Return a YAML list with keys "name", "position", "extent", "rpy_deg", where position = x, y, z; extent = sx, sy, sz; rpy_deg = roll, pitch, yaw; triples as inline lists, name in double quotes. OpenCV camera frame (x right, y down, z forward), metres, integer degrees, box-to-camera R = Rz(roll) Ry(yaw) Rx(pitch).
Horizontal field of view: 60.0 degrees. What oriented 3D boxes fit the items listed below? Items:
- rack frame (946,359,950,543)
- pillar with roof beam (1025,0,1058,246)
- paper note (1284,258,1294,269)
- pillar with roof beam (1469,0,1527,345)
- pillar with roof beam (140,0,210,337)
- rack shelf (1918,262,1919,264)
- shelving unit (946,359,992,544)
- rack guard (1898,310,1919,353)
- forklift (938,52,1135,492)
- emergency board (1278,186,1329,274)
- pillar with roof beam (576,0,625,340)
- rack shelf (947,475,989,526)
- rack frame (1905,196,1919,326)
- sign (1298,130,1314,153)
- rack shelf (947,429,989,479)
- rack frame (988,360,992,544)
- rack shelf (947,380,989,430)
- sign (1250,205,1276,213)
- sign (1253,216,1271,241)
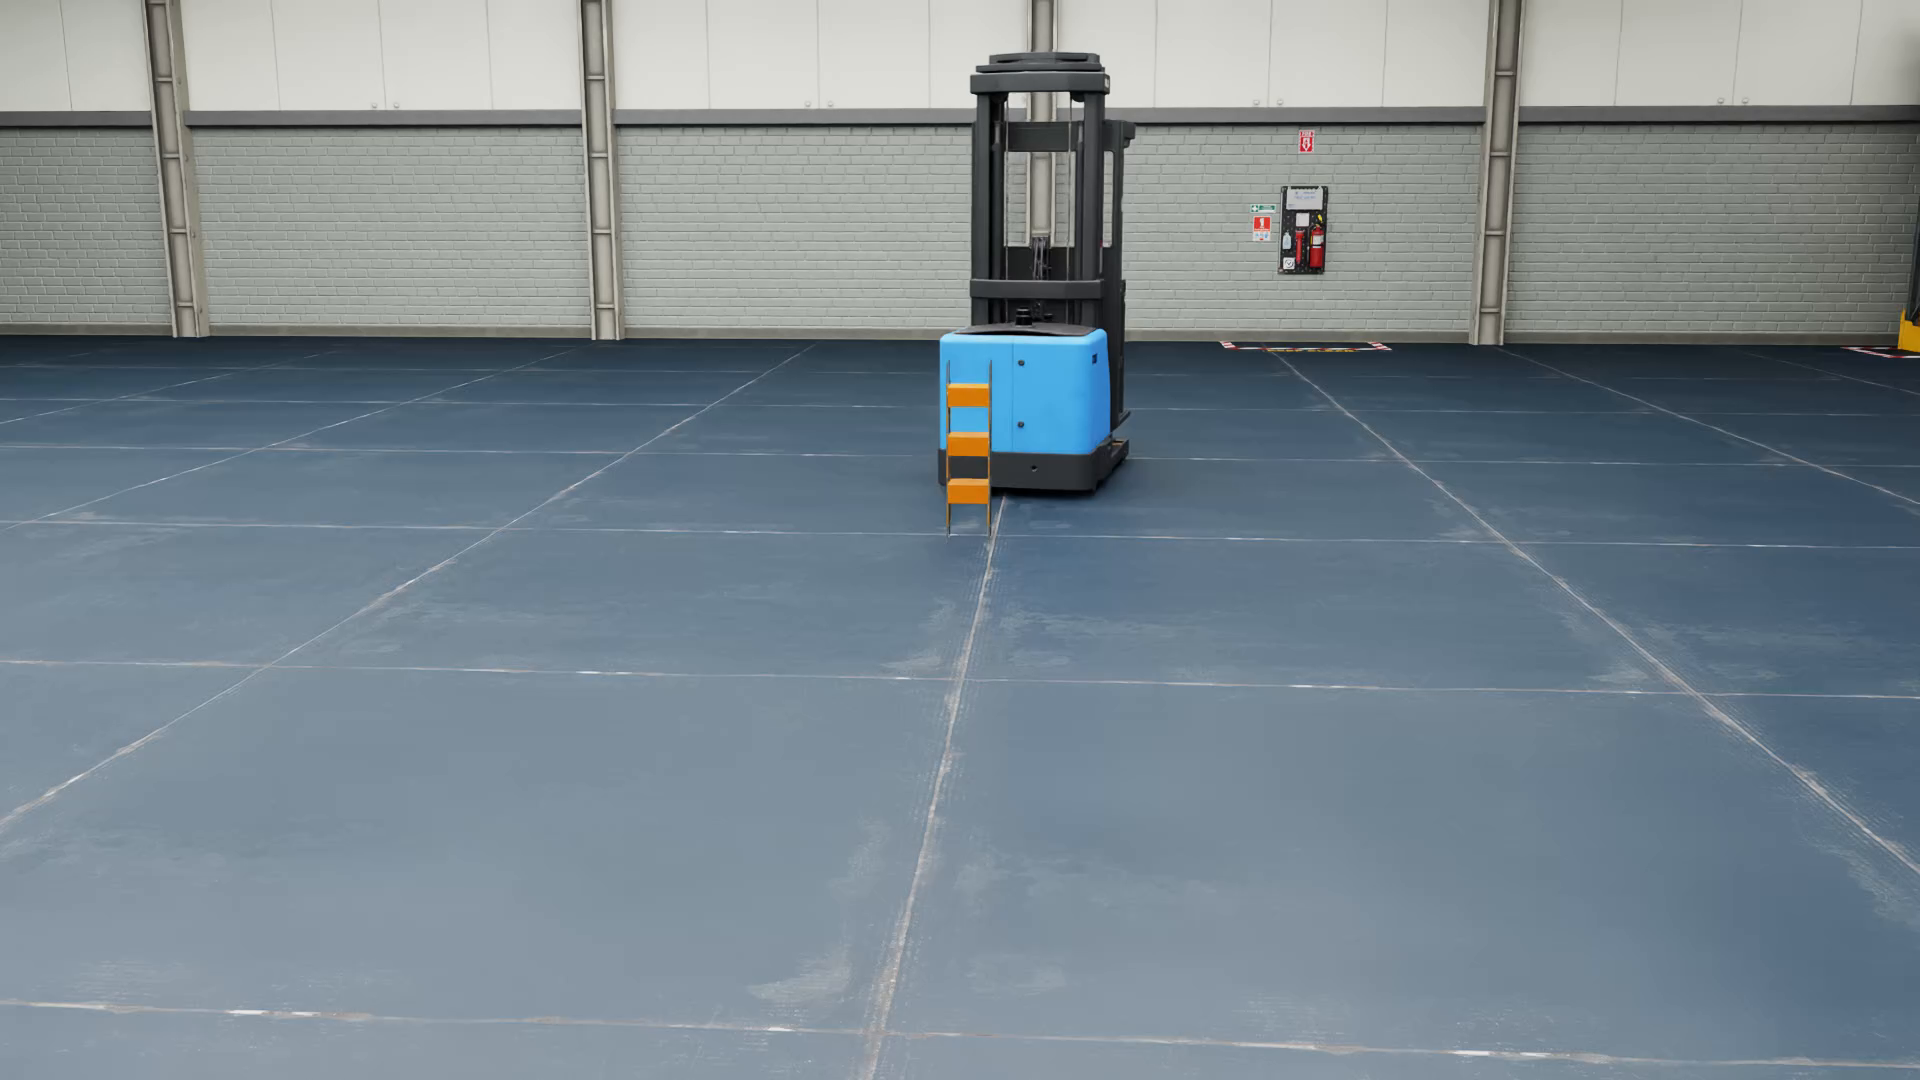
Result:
- name: "rack frame"
  position: [-0.068, -0.515, 9.665]
  extent: [0.008, 1.050, 0.200]
  rpy_deg: [1, 12, 4]
- name: "pillar with roof beam"
  position: [0.803, -6.247, 17.653]
  extent: [0.400, 9.000, 9.100]
  rpy_deg: [1, 12, 4]
- name: "paper note"
  position: [4.442, -3.735, 22.447]
  extent: [0.142, 0.148, 0.016]
  rpy_deg: [1, 12, 4]
- name: "pillar with roof beam"
  position: [6.789, -6.165, 17.260]
  extent: [0.400, 9.000, 9.100]
  rpy_deg: [1, 12, 4]
- name: "pillar with roof beam"
  position: [-11.170, -6.411, 18.438]
  extent: [0.400, 9.000, 9.100]
  rpy_deg: [1, 12, 4]
- name: "rack shelf"
  position: [14.303, -3.479, 20.830]
  extent: [4.000, 0.370, 1.077]
  rpy_deg: [1, 12, 4]
- name: "shelving unit"
  position: [0.053, -0.513, 9.657]
  extent: [0.252, 1.050, 0.215]
  rpy_deg: [1, 12, 4]
- name: "rack guard"
  position: [12.383, -2.634, 21.139]
  extent: [0.348, 0.500, 1.175]
  rpy_deg: [1, 12, 4]
- name: "forklift"
  position: [0.676, -2.013, 12.234]
  extent: [1.130, 2.935, 3.031]
  rpy_deg: [3, 12, 12]
- name: "emergency board"
  position: [4.614, -4.149, 22.278]
  extent: [0.643, 1.169, 0.194]
  rpy_deg: [1, 12, 4]
- name: "pillar with roof beam"
  position: [-5.184, -6.329, 18.045]
  extent: [0.400, 9.000, 9.100]
  rpy_deg: [1, 12, 4]
- name: "rack shelf"
  position: [0.053, -0.231, 9.716]
  extent: [0.240, 0.259, 0.215]
  rpy_deg: [1, 12, 4]
- name: "rack frame"
  position: [12.307, -3.858, 20.888]
  extent: [0.127, 3.000, 1.000]
  rpy_deg: [1, 12, 4]
- name: "sign"
  position: [4.612, -5.304, 22.138]
  extent: [0.199, 0.298, 0.001]
  rpy_deg: [1, 12, 4]
- name: "rack shelf"
  position: [0.053, -0.503, 9.659]
  extent: [0.240, 0.259, 0.215]
  rpy_deg: [1, 12, 4]
- name: "rack frame"
  position: [0.175, -0.511, 9.649]
  extent: [0.008, 1.050, 0.200]
  rpy_deg: [1, 12, 4]
- name: "rack shelf"
  position: [0.053, -0.781, 9.601]
  extent: [0.240, 0.259, 0.215]
  rpy_deg: [1, 12, 4]
- name: "sign"
  position: [4.073, -4.453, 22.348]
  extent: [0.331, 0.109, 0.001]
  rpy_deg: [1, 12, 4]
- name: "sign"
  position: [4.069, -4.195, 22.411]
  extent: [0.234, 0.329, 0.001]
  rpy_deg: [1, 12, 4]
